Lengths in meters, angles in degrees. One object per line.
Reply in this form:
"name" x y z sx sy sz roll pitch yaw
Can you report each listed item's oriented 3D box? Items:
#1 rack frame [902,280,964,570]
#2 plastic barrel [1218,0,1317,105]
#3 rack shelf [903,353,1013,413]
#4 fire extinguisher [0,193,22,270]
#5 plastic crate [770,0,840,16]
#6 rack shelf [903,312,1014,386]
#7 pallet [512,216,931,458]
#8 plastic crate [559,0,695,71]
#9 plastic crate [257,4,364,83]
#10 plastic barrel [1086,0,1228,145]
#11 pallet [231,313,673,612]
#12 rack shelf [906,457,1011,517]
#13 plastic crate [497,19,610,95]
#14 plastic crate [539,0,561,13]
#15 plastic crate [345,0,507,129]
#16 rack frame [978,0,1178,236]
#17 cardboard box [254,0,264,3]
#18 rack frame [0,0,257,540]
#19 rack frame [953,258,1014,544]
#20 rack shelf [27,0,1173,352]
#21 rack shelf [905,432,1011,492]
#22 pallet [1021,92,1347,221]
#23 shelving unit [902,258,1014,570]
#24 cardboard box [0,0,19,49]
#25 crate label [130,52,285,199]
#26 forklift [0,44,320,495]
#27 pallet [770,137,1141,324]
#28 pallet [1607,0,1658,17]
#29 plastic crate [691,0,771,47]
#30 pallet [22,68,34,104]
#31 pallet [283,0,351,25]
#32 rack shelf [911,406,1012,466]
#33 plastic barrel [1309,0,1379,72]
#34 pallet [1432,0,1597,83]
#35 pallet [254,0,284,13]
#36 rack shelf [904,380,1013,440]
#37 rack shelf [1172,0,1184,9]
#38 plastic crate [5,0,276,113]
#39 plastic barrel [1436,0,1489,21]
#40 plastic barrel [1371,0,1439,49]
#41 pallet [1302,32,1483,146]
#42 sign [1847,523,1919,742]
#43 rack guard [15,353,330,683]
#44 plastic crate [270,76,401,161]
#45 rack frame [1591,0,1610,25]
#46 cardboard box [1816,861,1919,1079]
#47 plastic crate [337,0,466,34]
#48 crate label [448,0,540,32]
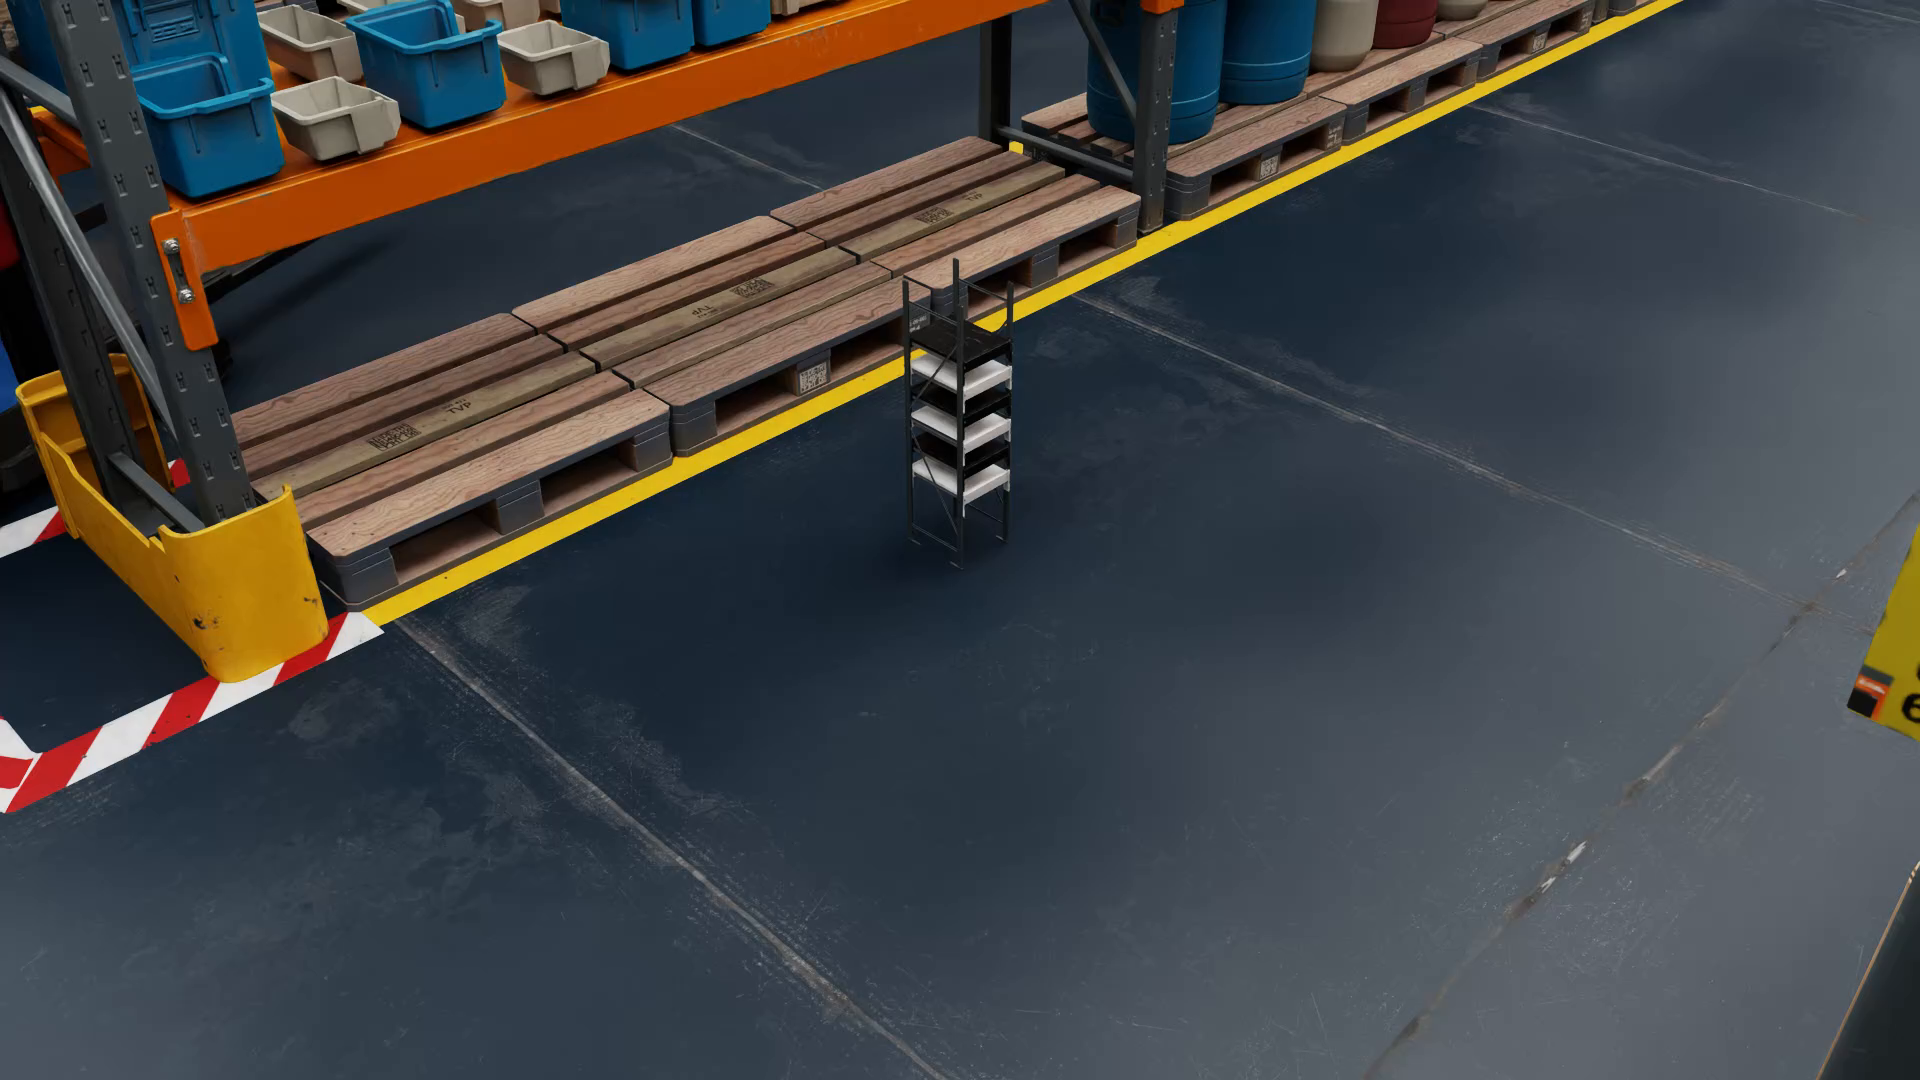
"rack frame" -0.077 -0.325 4.929 0.240 0.900 0.006 30 45 35
"plastic barrel" 1.372 -2.569 7.779 0.600 0.901 0.708 30 45 35
"rack shelf" -0.006 -0.486 4.904 0.258 0.077 0.200 30 45 35
"fire extinguisher" -2.769 -1.069 4.555 0.296 0.674 0.183 30 45 35
"plastic crate" -0.536 -1.844 5.451 0.293 0.136 0.466 30 45 35
"rack shelf" -0.006 -0.560 4.852 0.258 0.077 0.200 30 45 35
"pallet" -0.873 -0.800 6.213 1.003 0.211 1.213 30 45 35
"plastic crate" -1.005 -1.590 5.002 0.416 0.233 0.300 30 45 35
"plastic crate" -1.895 -1.453 4.889 0.396 0.136 0.243 30 45 35
"plastic barrel" 0.873 -2.282 7.366 0.600 0.901 0.708 30 45 35
"pallet" -1.732 -0.308 5.507 1.003 0.211 1.213 30 45 35
"rack shelf" -0.006 -0.191 5.110 0.258 0.077 0.200 30 45 35
"plastic crate" -1.170 -1.388 4.797 0.250 0.136 0.298 30 45 35
"plastic crate" -1.306 -1.815 5.408 0.298 0.136 0.250 30 45 35
"plastic crate" -1.469 -1.323 4.619 0.416 0.233 0.300 30 45 35
"rack frame" 0.478 -2.756 6.580 1.000 3.000 0.127 30 45 35
"cardboard box" -4.193 -3.452 9.068 0.875 0.875 0.875 30 45 35
"rack frame" -2.341 -1.132 4.251 1.000 3.000 0.127 30 45 35
"rack frame" 0.066 -0.407 5.047 0.240 0.900 0.006 30 45 35
"rack shelf" -0.932 -1.649 5.621 1.077 0.370 4.000 30 45 35
"rack shelf" -0.006 -0.265 5.058 0.258 0.077 0.200 30 45 35
"pallet" 1.051 -1.909 7.802 1.003 0.211 1.213 30 45 35
"shelving unit" -0.006 -0.366 4.988 0.258 0.900 0.210 30 45 35
"cardboard box" -4.820 -3.091 8.550 0.875 0.875 0.875 30 45 35
"crate label" -1.933 -1.056 4.235 0.416 0.233 0.303 30 45 35
"forklift" -3.313 -1.749 5.195 1.130 2.935 3.031 13 37 18
"pallet" -0.013 -1.298 6.927 1.003 0.211 1.213 30 45 35
"pallet" 3.869 -3.535 10.134 1.003 0.211 1.213 30 45 35
"plastic crate" -0.794 -1.712 5.177 0.416 0.233 0.300 30 45 35
"pallet" -5.348 -2.341 8.422 1.003 0.211 1.213 30 45 35
"pallet" -3.629 -3.331 9.842 1.003 0.211 1.213 30 45 35
"rack shelf" -0.006 -0.338 5.007 0.258 0.077 0.200 30 45 35
"plastic barrel" 1.833 -2.602 8.167 0.421 0.512 0.421 0 35 0
"pallet" 2.770 -2.899 9.223 1.003 0.211 1.213 30 45 35
"pallet" -4.488 -2.834 9.129 1.003 0.211 1.213 30 45 35
"rack shelf" -0.006 -0.412 4.955 0.258 0.077 0.200 30 45 35
"rack shelf" 1.887 -3.273 7.949 1.077 0.370 4.000 30 45 35
"plastic crate" -2.237 -1.383 4.527 0.616 0.435 0.499 30 45 35
"plastic barrel" 2.629 -3.061 8.824 0.421 0.512 0.421 0 35 0
"plastic barrel" 2.168 -2.899 8.526 0.600 0.588 0.708 30 45 35
"pallet" 1.910 -2.406 8.516 1.003 0.211 1.213 30 45 35
"sign" 0.792 0.029 1.297 0.100 0.325 0.005 30 45 35
"rack guard" -2.348 -0.092 4.945 1.175 0.500 0.348 30 45 35
"plastic crate" -1.648 -1.113 4.402 0.250 0.136 0.298 30 45 35
"rack frame" 3.296 -4.380 8.908 1.000 3.000 0.127 30 45 35
"cardboard box" 1.294 0.533 1.776 0.500 0.500 0.500 -28 44 -34
"plastic crate" -1.680 -1.565 5.049 0.396 0.136 0.243 30 45 35
"crate label" -1.501 -1.687 5.225 0.396 0.136 0.243 30 45 35
